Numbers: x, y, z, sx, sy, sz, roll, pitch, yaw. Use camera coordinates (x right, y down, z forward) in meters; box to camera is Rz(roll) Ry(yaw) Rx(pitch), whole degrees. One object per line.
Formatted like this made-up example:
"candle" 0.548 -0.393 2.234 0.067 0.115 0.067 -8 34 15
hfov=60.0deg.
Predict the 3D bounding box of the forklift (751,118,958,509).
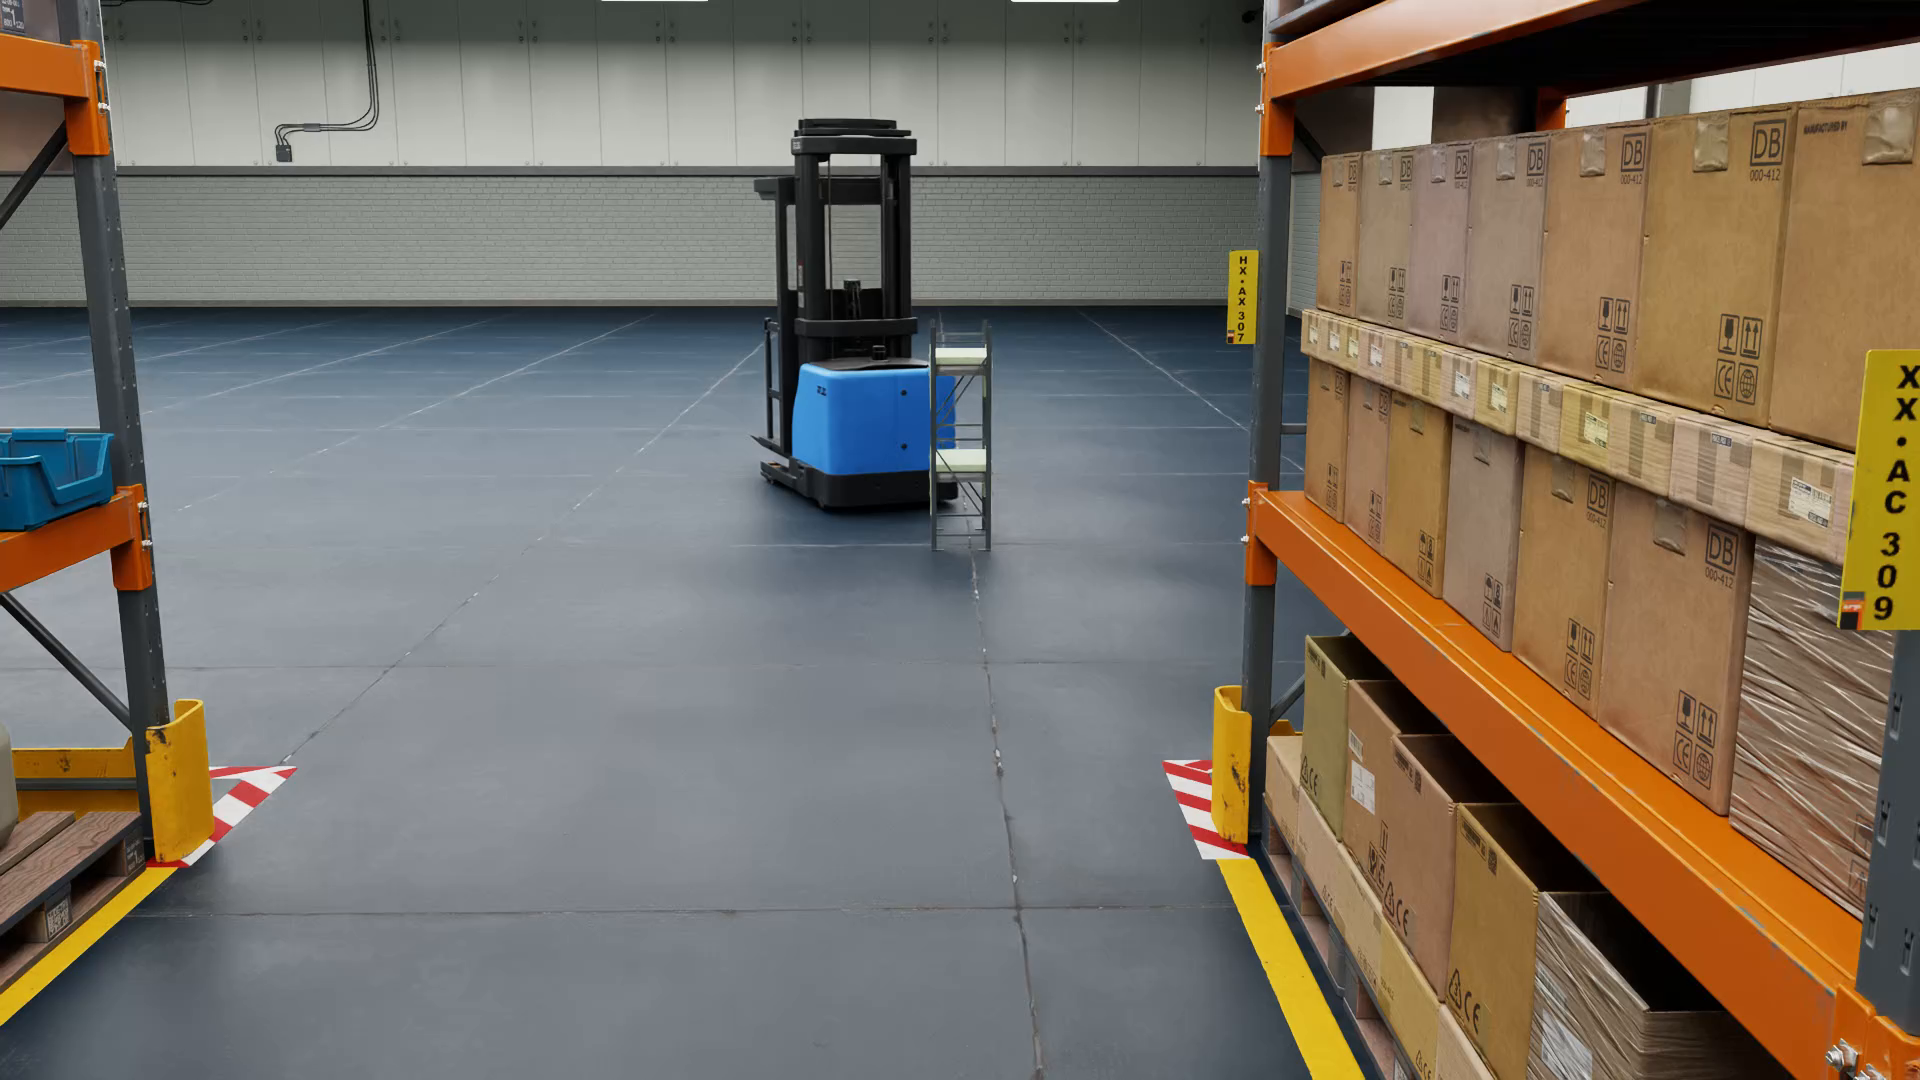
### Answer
"forklift" -1.032 -1.923 13.666 1.130 2.935 3.031 -5 12 -21

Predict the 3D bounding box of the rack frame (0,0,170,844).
"rack frame" -3.405 -0.370 5.839 1.000 3.000 0.127 0 11 -1

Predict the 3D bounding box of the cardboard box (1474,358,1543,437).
"cardboard box" 1.377 -0.320 3.709 0.380 0.149 0.250 0 11 1

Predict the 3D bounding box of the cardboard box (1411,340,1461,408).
"cardboard box" 1.368 -0.422 4.211 0.380 0.149 0.250 0 11 -2

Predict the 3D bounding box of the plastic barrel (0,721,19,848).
"plastic barrel" -3.315 0.774 5.402 0.421 0.512 0.421 0 11 0

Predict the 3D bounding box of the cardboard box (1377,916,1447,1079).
"cardboard box" 1.365 1.158 4.168 0.500 0.250 0.500 0 11 -1

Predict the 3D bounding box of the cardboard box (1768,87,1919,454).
"cardboard box" 1.614 -0.368 2.312 0.700 0.500 0.500 0 11 -1

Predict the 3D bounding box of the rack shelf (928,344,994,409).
"rack shelf" 0.000 -1.119 11.339 0.431 0.370 0.720 0 11 -1

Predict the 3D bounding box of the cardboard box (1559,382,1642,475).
"cardboard box" 1.391 -0.217 3.201 0.380 0.149 0.250 0 11 -1

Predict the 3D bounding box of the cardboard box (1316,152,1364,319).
"cardboard box" 1.545 -0.971 5.288 0.700 0.500 0.500 0 11 -1

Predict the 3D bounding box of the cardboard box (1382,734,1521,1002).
"cardboard box" 1.364 0.790 4.093 0.500 0.500 0.500 0 11 -1

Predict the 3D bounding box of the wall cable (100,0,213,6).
"wall cable" -17.674 -12.847 35.917 3.097 2.526 0.112 0 11 -1

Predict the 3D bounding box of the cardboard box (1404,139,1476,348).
"cardboard box" 1.572 -0.766 4.278 0.700 0.500 0.500 0 11 -1

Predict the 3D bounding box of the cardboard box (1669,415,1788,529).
"cardboard box" 1.399 -0.116 2.703 0.380 0.149 0.250 -1 11 -3

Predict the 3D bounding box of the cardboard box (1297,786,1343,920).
"cardboard box" 1.350 0.959 5.148 0.500 0.250 0.500 0 11 -1

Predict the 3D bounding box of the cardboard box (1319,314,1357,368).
"cardboard box" 1.348 -0.625 5.214 0.380 0.149 0.250 -1 11 -3

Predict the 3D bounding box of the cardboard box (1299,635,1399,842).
"cardboard box" 1.348 0.591 5.073 0.500 0.500 0.500 0 11 -1

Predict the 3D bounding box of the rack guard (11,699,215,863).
"rack guard" -3.357 0.870 6.014 1.175 0.500 0.348 0 11 -1

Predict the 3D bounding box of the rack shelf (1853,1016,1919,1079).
"rack shelf" 1.671 1.155 0.129 1.077 0.370 4.000 0 11 -1

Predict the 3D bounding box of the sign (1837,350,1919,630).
"sign" 1.075 -0.055 1.910 0.100 0.325 0.005 0 11 -1

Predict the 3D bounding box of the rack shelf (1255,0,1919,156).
"rack shelf" 1.588 -1.110 3.750 1.077 0.370 4.000 0 11 -1

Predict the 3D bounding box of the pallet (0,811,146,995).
"pallet" -3.345 1.173 5.247 1.003 0.211 1.213 0 11 -1

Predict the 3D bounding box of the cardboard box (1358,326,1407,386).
"cardboard box" 1.355 -0.526 4.722 0.380 0.149 0.250 0 11 -2

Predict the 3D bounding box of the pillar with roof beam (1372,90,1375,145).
"pillar with roof beam" 2.579 -7.968 28.204 9.100 9.000 0.400 0 11 -1

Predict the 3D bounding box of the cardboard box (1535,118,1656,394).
"cardboard box" 1.593 -0.568 3.298 0.700 0.500 0.500 0 11 -1

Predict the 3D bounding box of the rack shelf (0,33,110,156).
"rack shelf" -3.364 -1.090 3.653 1.077 0.370 4.000 0 11 -1

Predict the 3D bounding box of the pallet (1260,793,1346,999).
"pallet" 1.605 1.129 5.465 1.003 0.211 1.213 0 11 -1

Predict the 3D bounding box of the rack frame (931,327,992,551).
"rack frame" 0.007 -0.664 11.058 0.400 1.500 0.023 0 11 -1

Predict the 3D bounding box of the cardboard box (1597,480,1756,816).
"cardboard box" 1.597 0.163 2.958 0.700 0.500 0.500 0 11 -2

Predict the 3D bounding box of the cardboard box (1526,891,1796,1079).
"cardboard box" 1.403 0.989 3.114 0.500 0.500 0.500 0 11 -1

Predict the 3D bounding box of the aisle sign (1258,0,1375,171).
"aisle sign" 1.239 -1.676 5.736 0.394 0.787 0.004 0 11 -1

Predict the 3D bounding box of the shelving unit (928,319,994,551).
"shelving unit" 0.000 -0.736 11.417 0.431 1.500 0.755 0 11 -1

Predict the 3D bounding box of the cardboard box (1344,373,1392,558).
"cardboard box" 1.559 -0.242 4.954 0.700 0.500 0.500 0 11 0

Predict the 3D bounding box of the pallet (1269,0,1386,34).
"pallet" 1.536 -1.676 4.953 1.003 0.211 1.213 0 11 -1

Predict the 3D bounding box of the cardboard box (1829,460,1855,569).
"cardboard box" 1.410 -0.015 2.204 0.380 0.149 0.250 0 11 -1

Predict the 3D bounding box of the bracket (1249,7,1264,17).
"bracket" 6.359 -11.378 35.955 0.076 0.066 3.189 0 11 -1

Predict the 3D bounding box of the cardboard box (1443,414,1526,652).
"cardboard box" 1.579 -0.038 3.952 0.700 0.500 0.500 0 11 1
